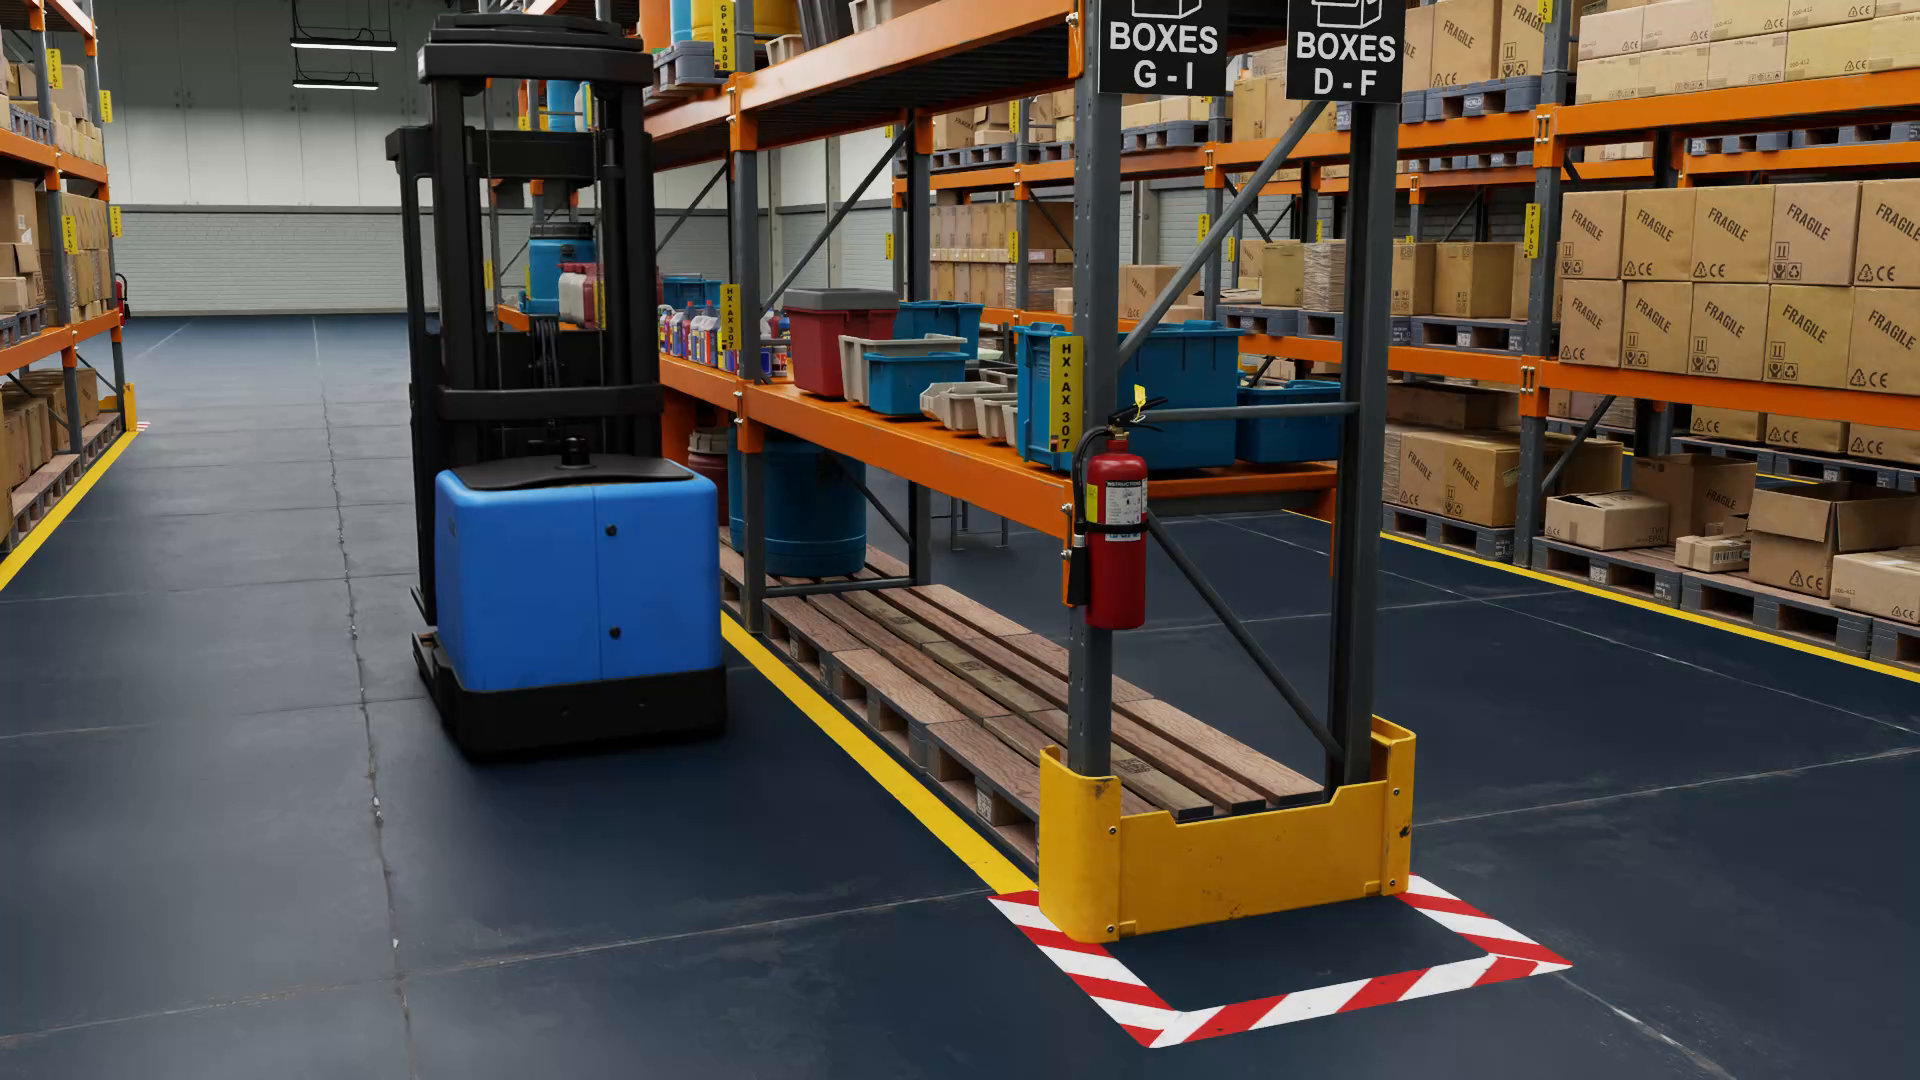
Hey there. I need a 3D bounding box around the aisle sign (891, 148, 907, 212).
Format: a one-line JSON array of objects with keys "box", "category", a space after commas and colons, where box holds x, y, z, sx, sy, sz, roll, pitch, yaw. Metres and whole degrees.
[{"box": [-0.681, -4.565, 21.096, 0.394, 0.787, 0.004, -4, 11, -21], "category": "aisle sign"}]

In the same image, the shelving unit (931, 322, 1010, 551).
[{"box": [-0.002, -0.739, 11.295, 0.431, 1.500, 0.755, -4, 11, -21], "category": "shelving unit"}]

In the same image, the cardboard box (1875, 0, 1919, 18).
[{"box": [4.643, -2.563, 7.697, 0.500, 0.250, 0.500, -4, 11, -21], "category": "cardboard box"}]

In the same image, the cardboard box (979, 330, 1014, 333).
[{"box": [0.476, -2.285, 20.213, 0.500, 0.500, 0.500, -4, 11, -21], "category": "cardboard box"}]

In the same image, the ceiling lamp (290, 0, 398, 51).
[{"box": [-12.331, -11.376, 33.008, 2.000, 3.185, 0.800, -4, 11, -21], "category": "ceiling lamp"}]

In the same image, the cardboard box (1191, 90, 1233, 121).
[{"box": [2.310, -3.668, 14.142, 0.500, 0.250, 0.500, -5, 11, -25], "category": "cardboard box"}]

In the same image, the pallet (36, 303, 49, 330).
[{"box": [-8.016, -1.785, 13.435, 1.003, 0.211, 1.213, -4, 11, -21], "category": "pallet"}]

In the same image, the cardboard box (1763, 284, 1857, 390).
[{"box": [4.460, -1.036, 8.393, 0.500, 0.500, 0.500, -4, 11, -22], "category": "cardboard box"}]

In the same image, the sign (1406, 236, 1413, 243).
[{"box": [5.190, -3.347, 19.197, 0.100, 0.325, 0.005, -4, 11, -21], "category": "sign"}]

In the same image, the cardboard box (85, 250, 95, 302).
[{"box": [-8.829, -2.529, 15.940, 0.875, 0.500, 0.500, -4, 11, -21], "category": "cardboard box"}]

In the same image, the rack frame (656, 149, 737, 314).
[{"box": [-2.091, -1.674, 12.268, 1.000, 3.000, 0.127, -4, 11, -21], "category": "rack frame"}]

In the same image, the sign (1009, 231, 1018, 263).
[{"box": [0.561, -3.071, 17.420, 0.100, 0.325, 0.005, -4, 11, -21], "category": "sign"}]

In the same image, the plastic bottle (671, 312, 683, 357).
[{"box": [-1.733, -1.296, 10.494, 0.152, 0.276, 0.135, -4, 11, -21], "category": "plastic bottle"}]

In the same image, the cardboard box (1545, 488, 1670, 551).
[{"box": [3.927, -0.146, 10.096, 0.500, 0.311, 0.500, -4, 11, -21], "category": "cardboard box"}]

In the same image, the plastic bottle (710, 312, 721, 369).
[{"box": [-1.347, -1.157, 9.498, 0.144, 0.351, 0.185, -4, 11, -21], "category": "plastic bottle"}]

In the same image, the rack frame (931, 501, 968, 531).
[{"box": [-0.135, -0.799, 11.631, 0.400, 1.500, 0.023, -4, 11, -21], "category": "rack frame"}]

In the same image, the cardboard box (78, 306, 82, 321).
[{"box": [-8.249, -2.064, 15.178, 0.380, 0.149, 0.250, -4, 11, -21], "category": "cardboard box"}]

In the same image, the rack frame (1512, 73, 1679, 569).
[{"box": [3.976, -1.335, 10.362, 1.000, 3.000, 0.127, -4, 11, -21], "category": "rack frame"}]

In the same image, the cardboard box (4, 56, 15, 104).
[{"box": [-8.079, -3.664, 13.396, 0.797, 0.503, 0.637, -4, 11, -24], "category": "cardboard box"}]

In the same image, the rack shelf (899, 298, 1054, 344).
[{"box": [0.353, -2.613, 19.601, 1.077, 0.370, 4.000, -4, 11, -21], "category": "rack shelf"}]

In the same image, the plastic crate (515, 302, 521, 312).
[{"box": [-4.365, -2.446, 17.361, 0.530, 0.136, 0.437, -4, 11, -21], "category": "plastic crate"}]

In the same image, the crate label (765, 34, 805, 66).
[{"box": [-0.734, -2.270, 7.806, 0.293, 0.136, 0.466, -4, 11, -21], "category": "crate label"}]

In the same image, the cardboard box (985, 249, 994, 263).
[{"box": [0.498, -3.166, 18.518, 0.380, 0.149, 0.250, -4, 11, -21], "category": "cardboard box"}]

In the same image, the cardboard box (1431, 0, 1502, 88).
[{"box": [3.599, -3.312, 11.138, 0.600, 0.600, 0.600, -4, 11, -22], "category": "cardboard box"}]

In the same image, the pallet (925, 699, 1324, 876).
[{"box": [0.545, 0.867, 5.942, 1.003, 0.211, 1.213, -4, 11, -21], "category": "pallet"}]

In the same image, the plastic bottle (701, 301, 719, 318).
[{"box": [-1.586, -1.338, 10.517, 0.144, 0.351, 0.185, -4, 11, -21], "category": "plastic bottle"}]

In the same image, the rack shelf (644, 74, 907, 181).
[{"box": [-1.366, -2.471, 10.233, 1.077, 0.370, 4.000, -4, 11, -21], "category": "rack shelf"}]

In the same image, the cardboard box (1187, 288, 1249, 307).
[{"box": [2.383, -2.103, 14.930, 0.500, 0.311, 0.500, -4, 11, -22], "category": "cardboard box"}]

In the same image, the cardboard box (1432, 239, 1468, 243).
[{"box": [5.717, -3.351, 19.925, 0.500, 0.500, 0.500, -4, 11, -22], "category": "cardboard box"}]

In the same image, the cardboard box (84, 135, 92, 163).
[{"box": [-8.834, -3.841, 16.310, 0.500, 0.250, 0.500, -4, 11, -20], "category": "cardboard box"}]

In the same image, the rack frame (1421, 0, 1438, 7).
[{"box": [5.693, -5.910, 18.948, 1.000, 3.000, 0.127, -4, 11, -21], "category": "rack frame"}]

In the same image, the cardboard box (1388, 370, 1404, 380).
[{"box": [5.280, -2.109, 20.592, 0.500, 0.500, 0.500, -5, 11, -25], "category": "cardboard box"}]

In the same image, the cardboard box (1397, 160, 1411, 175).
[{"box": [5.279, -4.559, 19.578, 0.500, 0.500, 0.500, -4, 11, -19], "category": "cardboard box"}]

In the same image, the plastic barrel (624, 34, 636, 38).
[{"box": [-2.424, -3.617, 13.399, 0.600, 0.830, 0.708, -4, 11, -21], "category": "plastic barrel"}]

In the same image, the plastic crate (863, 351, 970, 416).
[{"box": [-0.175, -0.635, 6.730, 0.416, 0.233, 0.300, -4, 11, -21], "category": "plastic crate"}]

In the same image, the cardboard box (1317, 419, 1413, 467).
[{"box": [2.991, -0.629, 12.275, 0.500, 0.500, 0.500, -4, 11, -23], "category": "cardboard box"}]

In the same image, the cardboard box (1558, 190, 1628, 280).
[{"box": [3.885, -1.782, 9.732, 0.500, 0.500, 0.500, -4, 11, -19], "category": "cardboard box"}]

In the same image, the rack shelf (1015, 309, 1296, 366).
[{"box": [1.802, -1.960, 15.930, 1.077, 0.370, 4.000, -4, 11, -21], "category": "rack shelf"}]

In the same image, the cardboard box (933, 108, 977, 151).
[{"box": [-0.025, -4.807, 19.431, 0.500, 0.500, 0.500, -4, 11, -21], "category": "cardboard box"}]

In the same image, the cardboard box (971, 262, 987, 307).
[{"box": [0.535, -2.930, 19.042, 0.700, 0.500, 0.500, -4, 11, -20], "category": "cardboard box"}]

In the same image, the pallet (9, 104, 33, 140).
[{"box": [-7.654, -3.121, 12.370, 1.213, 0.211, 1.003, -4, 11, -21], "category": "pallet"}]

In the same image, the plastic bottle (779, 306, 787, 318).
[{"box": [-1.114, -1.396, 10.844, 0.144, 0.351, 0.185, -4, 11, -21], "category": "plastic bottle"}]

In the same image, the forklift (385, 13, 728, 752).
[{"box": [-1.998, -0.828, 7.708, 1.130, 2.935, 3.031, -4, 11, -23], "category": "forklift"}]

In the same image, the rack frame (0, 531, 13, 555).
[{"box": [-6.708, -1.360, 10.501, 1.000, 3.000, 0.127, -4, 11, -21], "category": "rack frame"}]

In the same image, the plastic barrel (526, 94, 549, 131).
[{"box": [-4.459, -4.578, 18.293, 0.600, 0.588, 0.600, 0, 10, 0], "category": "plastic barrel"}]

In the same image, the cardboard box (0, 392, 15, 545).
[{"box": [-6.477, -0.407, 10.010, 1.225, 0.875, 0.875, -4, 11, -24], "category": "cardboard box"}]

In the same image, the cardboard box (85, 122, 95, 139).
[{"box": [-8.916, -4.113, 16.700, 0.380, 0.149, 0.250, -4, 11, -21], "category": "cardboard box"}]

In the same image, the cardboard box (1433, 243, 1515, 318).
[{"box": [3.705, -1.791, 11.439, 0.700, 0.500, 0.500, -2, 10, -12], "category": "cardboard box"}]

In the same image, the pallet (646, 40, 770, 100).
[{"box": [-1.017, -2.527, 9.036, 1.213, 0.211, 1.003, -4, 11, -21], "category": "pallet"}]

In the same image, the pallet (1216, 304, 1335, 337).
[{"box": [2.838, -1.787, 13.452, 1.213, 0.211, 1.003, -4, 11, -21], "category": "pallet"}]

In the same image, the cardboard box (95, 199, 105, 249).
[{"box": [-8.990, -3.198, 16.846, 0.500, 0.500, 0.500, -4, 11, -21], "category": "cardboard box"}]

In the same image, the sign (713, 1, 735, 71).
[{"box": [-1.155, -2.468, 8.140, 0.100, 0.325, 0.005, -4, 11, -21], "category": "sign"}]

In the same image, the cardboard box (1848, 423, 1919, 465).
[{"box": [7.910, -1.041, 13.648, 0.750, 0.750, 0.750, -4, 11, -19], "category": "cardboard box"}]
